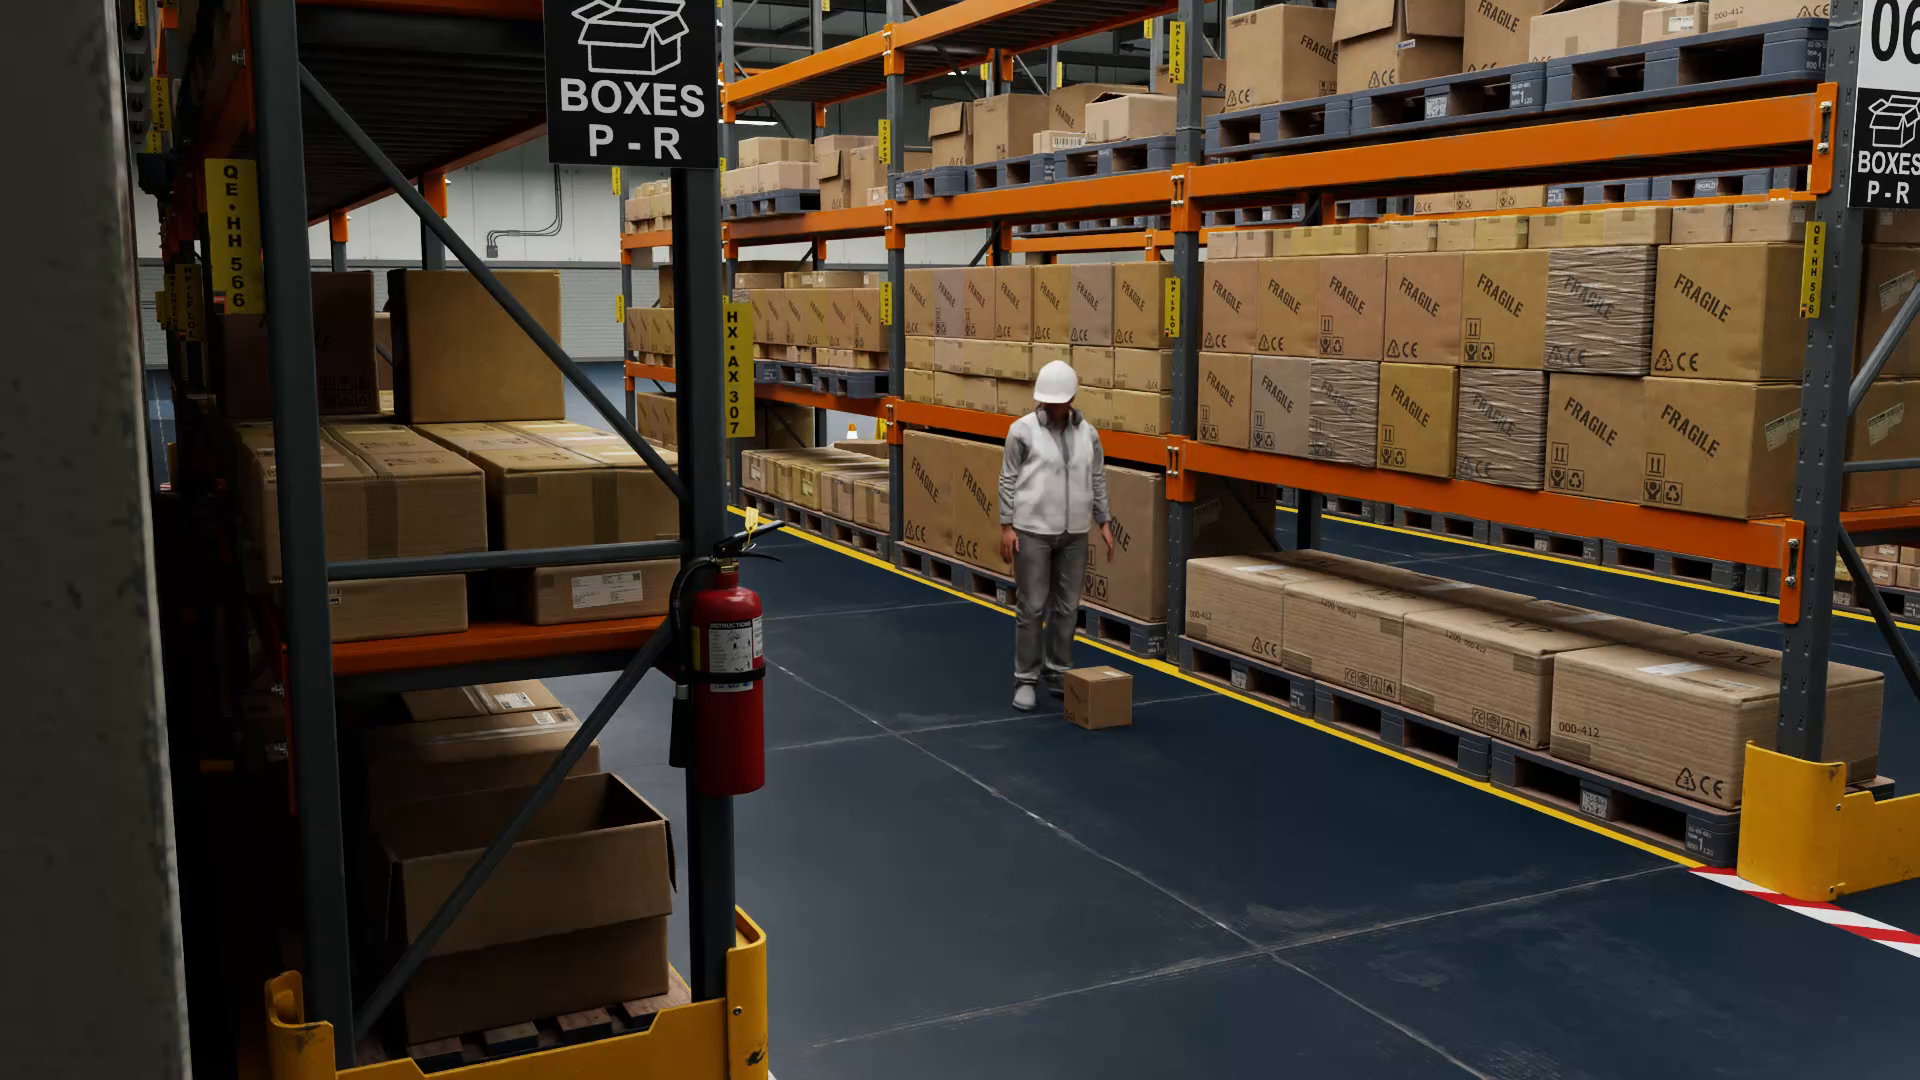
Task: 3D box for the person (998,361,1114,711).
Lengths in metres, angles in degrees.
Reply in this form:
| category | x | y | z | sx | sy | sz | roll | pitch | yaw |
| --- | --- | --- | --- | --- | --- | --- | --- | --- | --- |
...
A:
| category | x | y | z | sx | sy | sz | roll | pitch | yaw |
| --- | --- | --- | --- | --- | --- | --- | --- | --- | --- |
| person | 0.504 | -0.034 | 8.608 | 0.592 | 1.782 | 0.393 | -4 | 9 | -25 |
